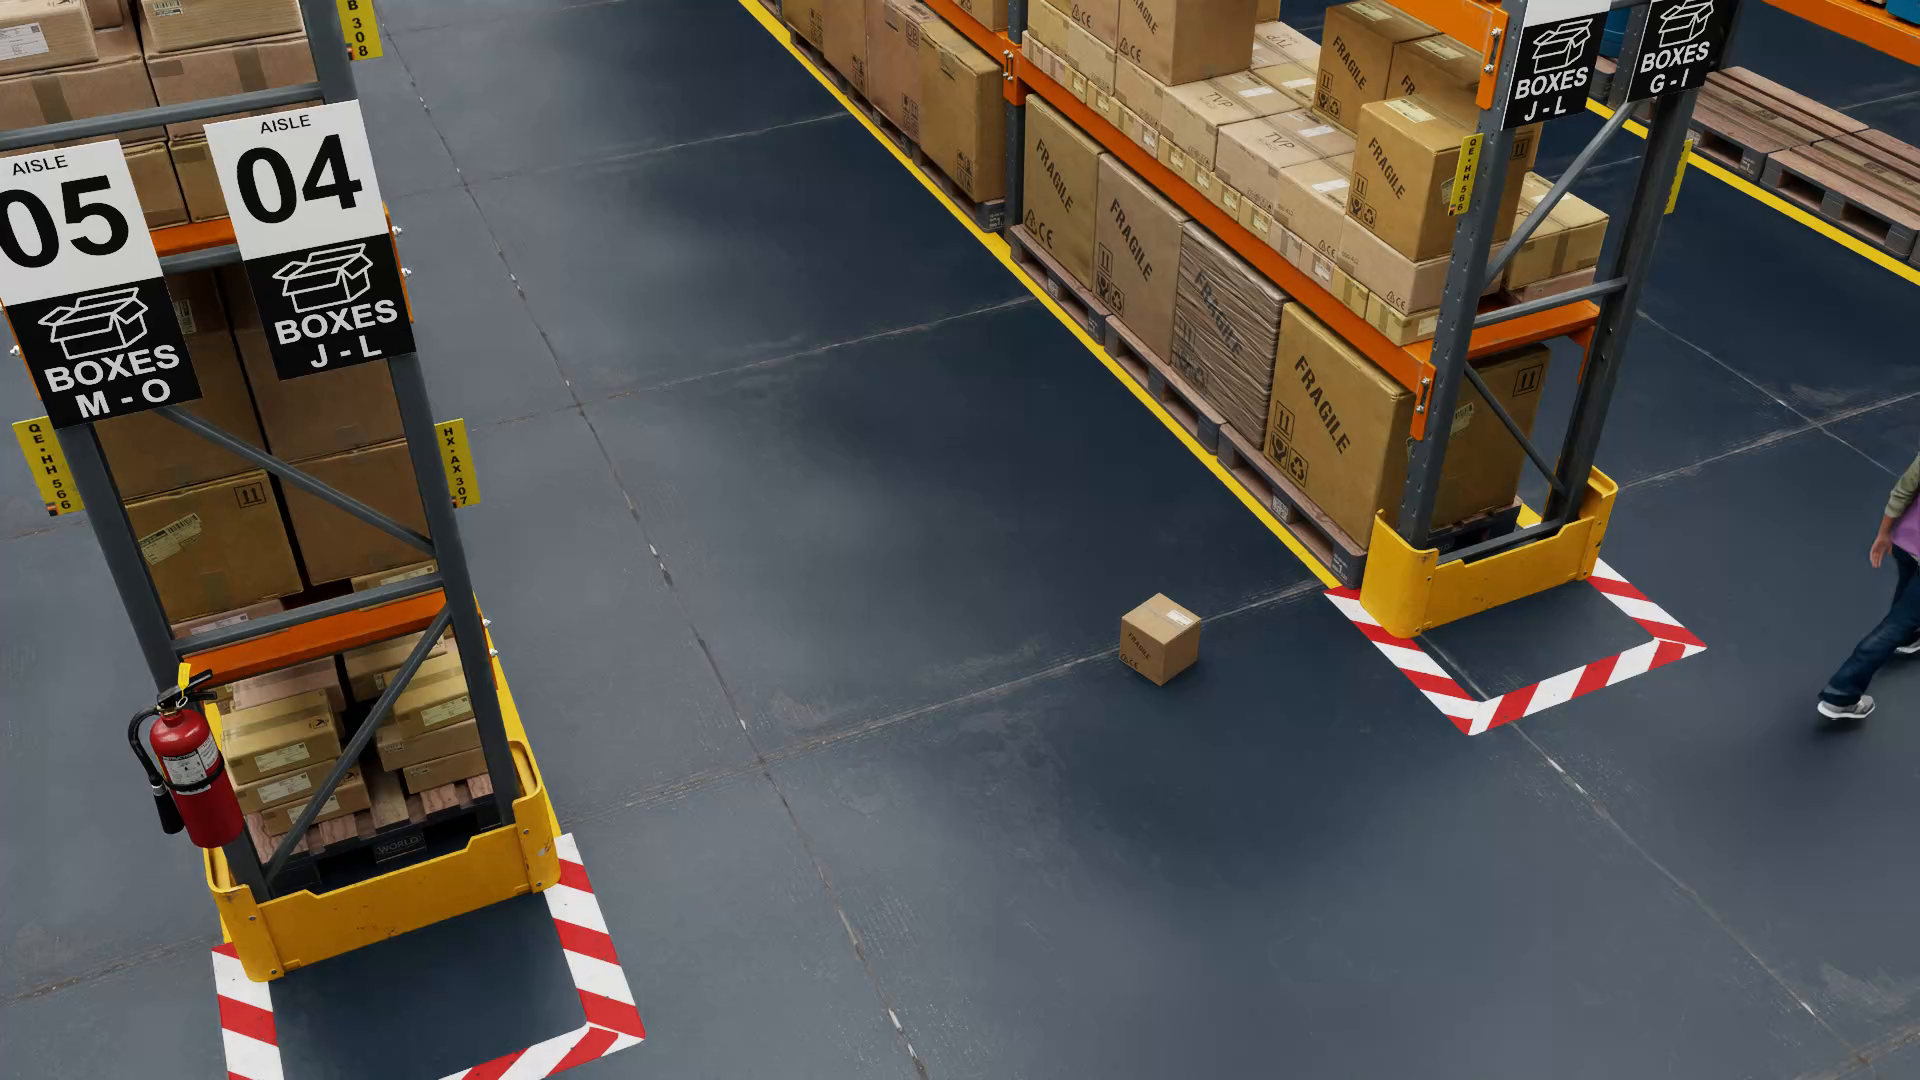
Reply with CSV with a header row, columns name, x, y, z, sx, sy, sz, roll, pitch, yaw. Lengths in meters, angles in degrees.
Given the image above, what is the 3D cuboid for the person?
name,x,y,z,sx,sy,sz,roll,pitch,yaw
person,4.048,0.015,6.824,0.929,1.532,0.410,-17,41,-20
